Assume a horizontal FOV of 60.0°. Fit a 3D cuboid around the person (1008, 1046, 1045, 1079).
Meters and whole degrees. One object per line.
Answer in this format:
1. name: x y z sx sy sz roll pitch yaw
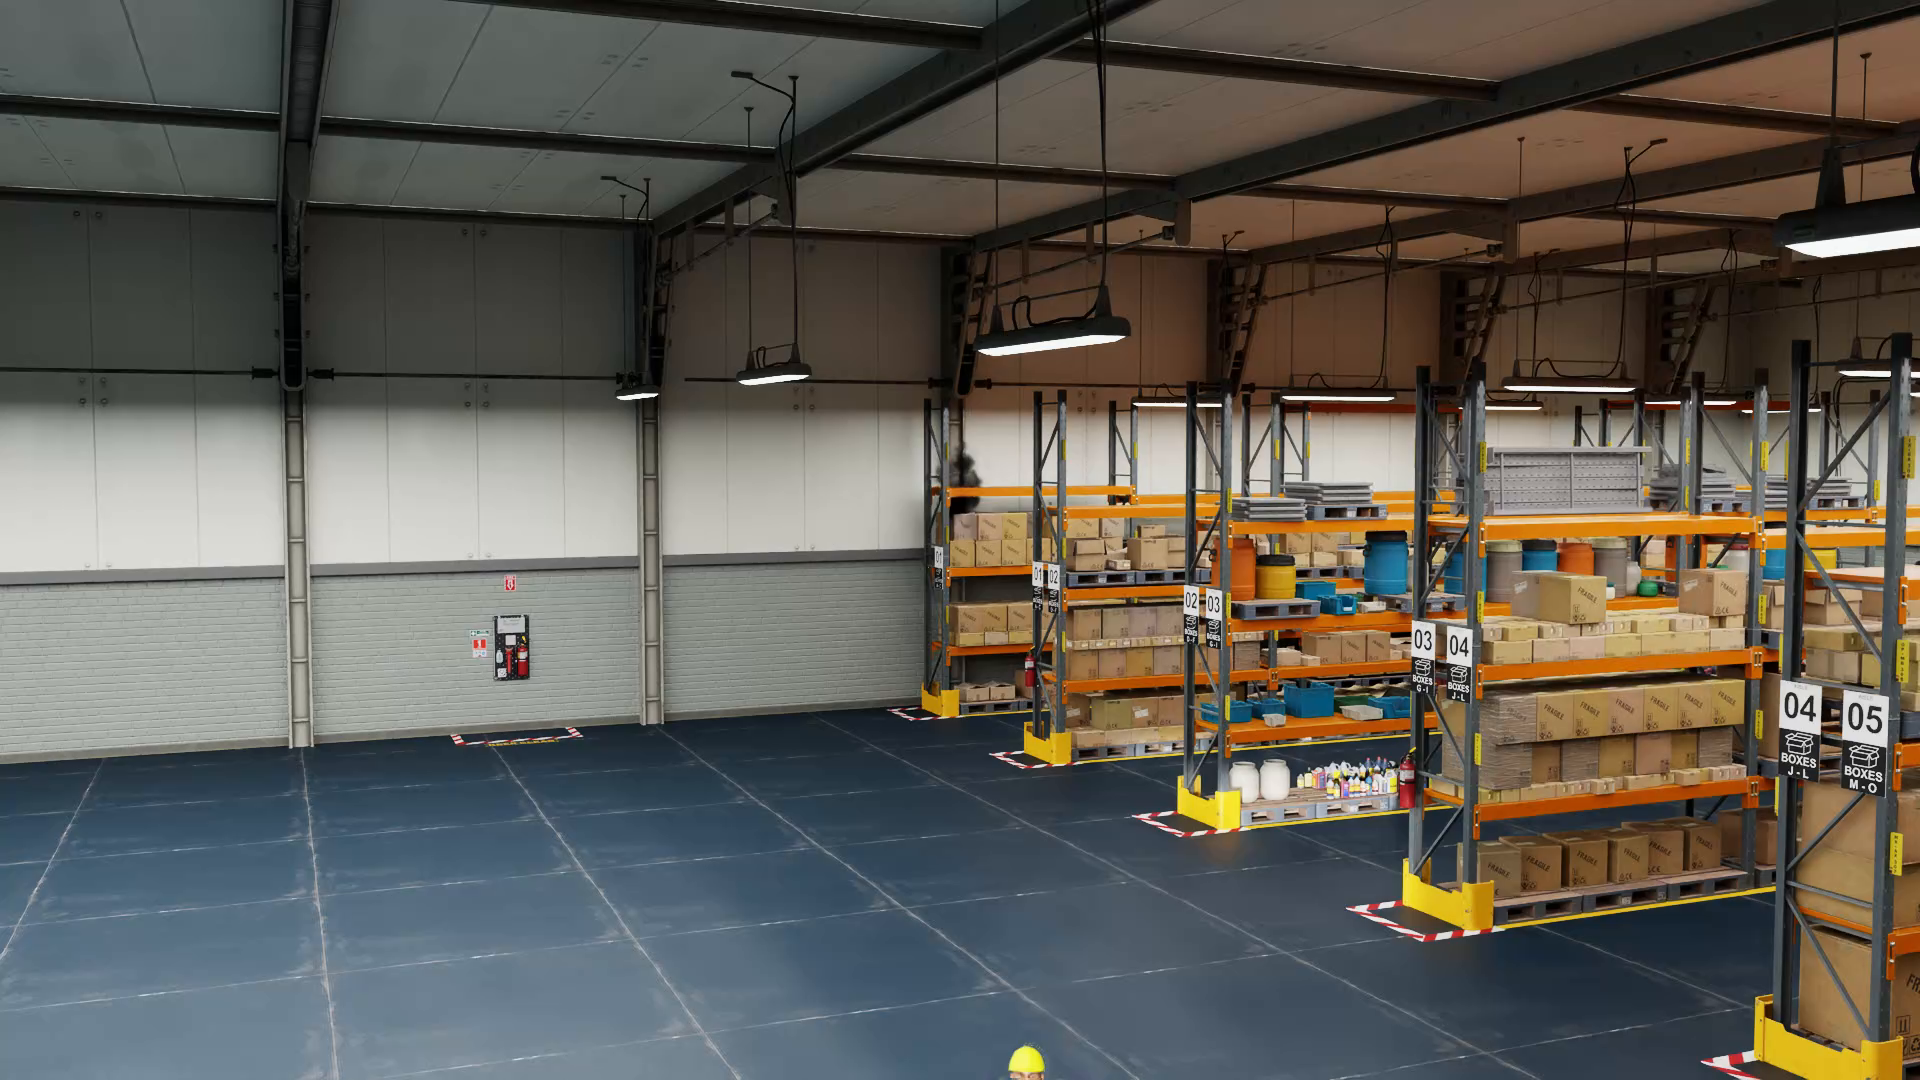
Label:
1. person: 0.387 3.737 9.377 0.688 1.721 0.582 0 3 6
